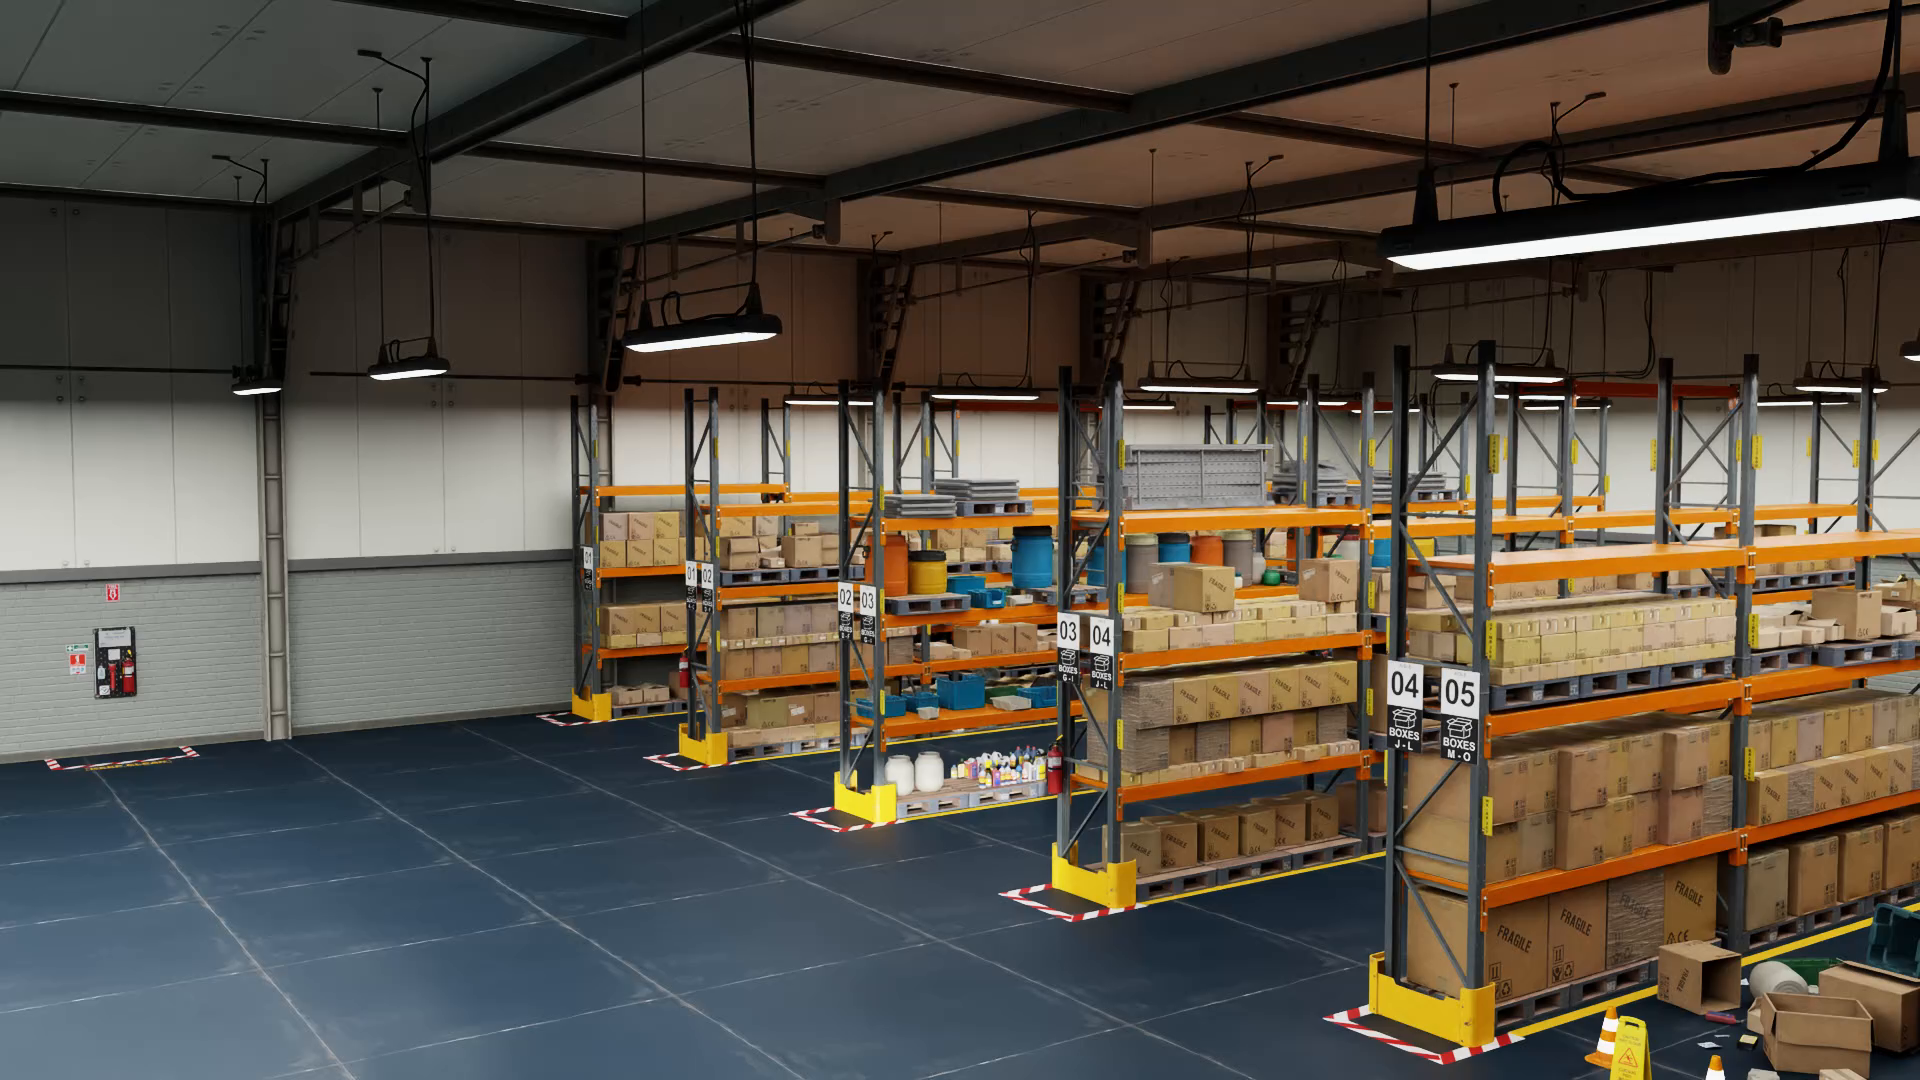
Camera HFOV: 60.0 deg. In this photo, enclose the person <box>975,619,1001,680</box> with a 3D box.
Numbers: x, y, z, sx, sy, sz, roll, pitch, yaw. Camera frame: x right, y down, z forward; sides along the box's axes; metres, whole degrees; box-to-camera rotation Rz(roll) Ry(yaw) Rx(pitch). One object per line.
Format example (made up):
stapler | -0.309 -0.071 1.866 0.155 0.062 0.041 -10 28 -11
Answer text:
person | 0.555 2.069 33.766 0.579 1.691 0.585 -2 4 -33
